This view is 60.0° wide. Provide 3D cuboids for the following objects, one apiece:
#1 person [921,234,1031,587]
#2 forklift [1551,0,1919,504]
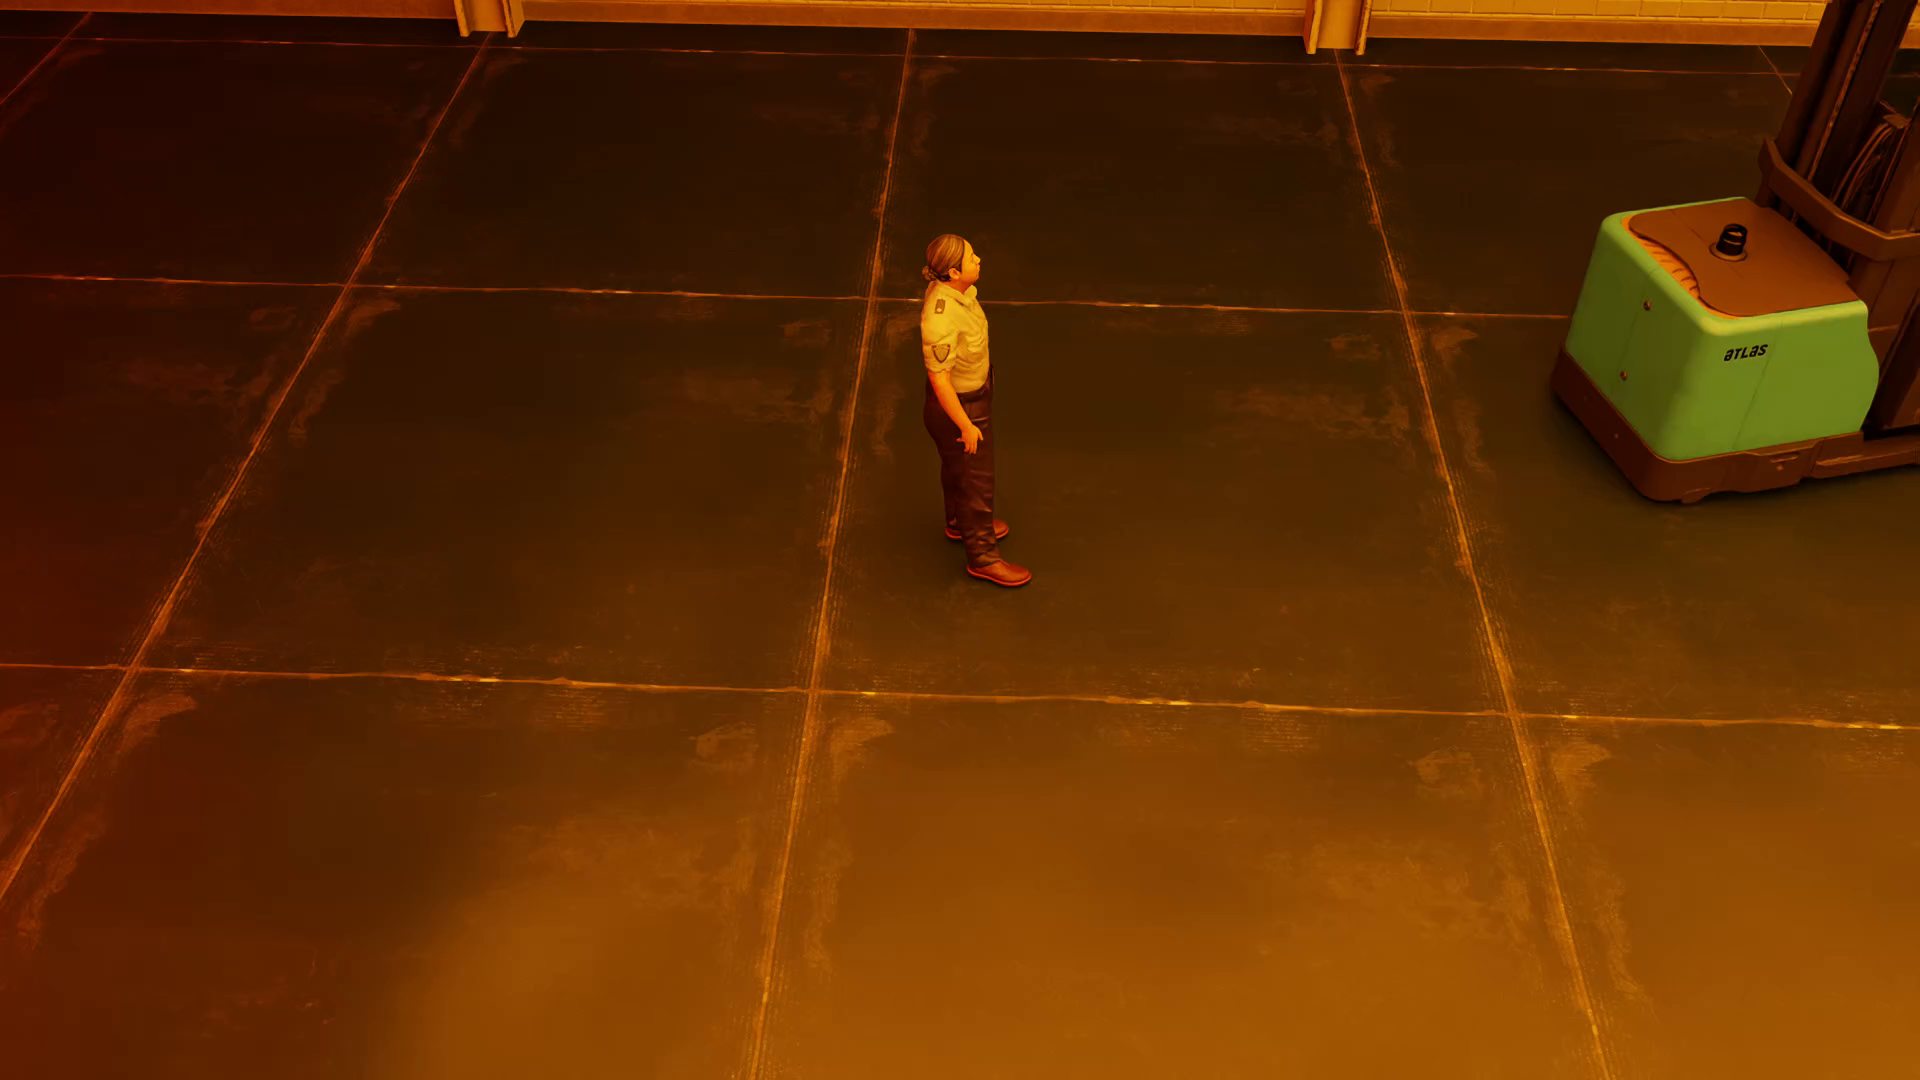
[{"bbox_3d":[0.089,-0.595,7.336,0.502,1.651,0.598,2,42,2],"label":"person"},{"bbox_3d":[4.664,-1.785,7.697,3.031,2.935,1.130,-9,43,-10],"label":"forklift"}]
